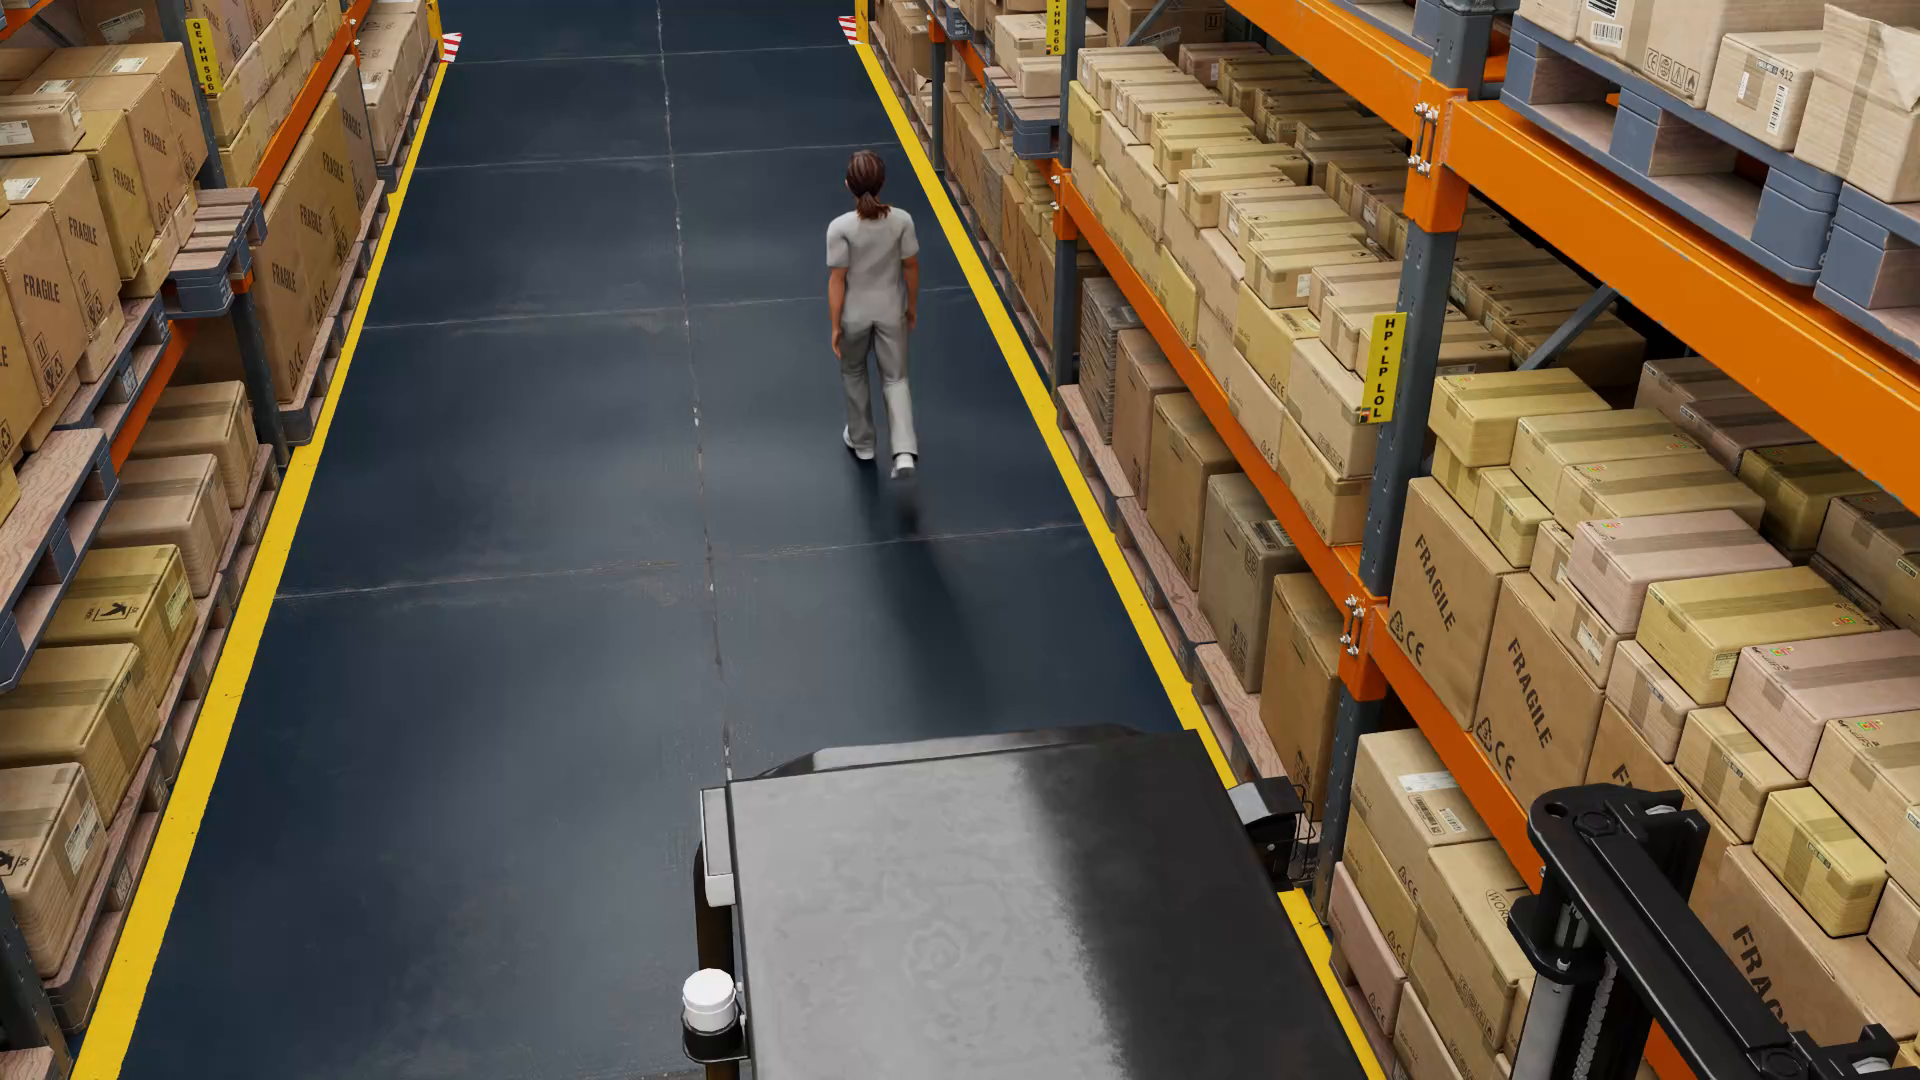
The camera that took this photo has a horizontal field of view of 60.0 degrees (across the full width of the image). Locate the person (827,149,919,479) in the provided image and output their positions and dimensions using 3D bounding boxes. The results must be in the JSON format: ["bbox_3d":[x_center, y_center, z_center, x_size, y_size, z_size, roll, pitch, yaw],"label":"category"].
[{"bbox_3d":[-0.402,-1.045,7.874,0.451,1.640,0.869,-7,32,-12],"label":"person"}]
